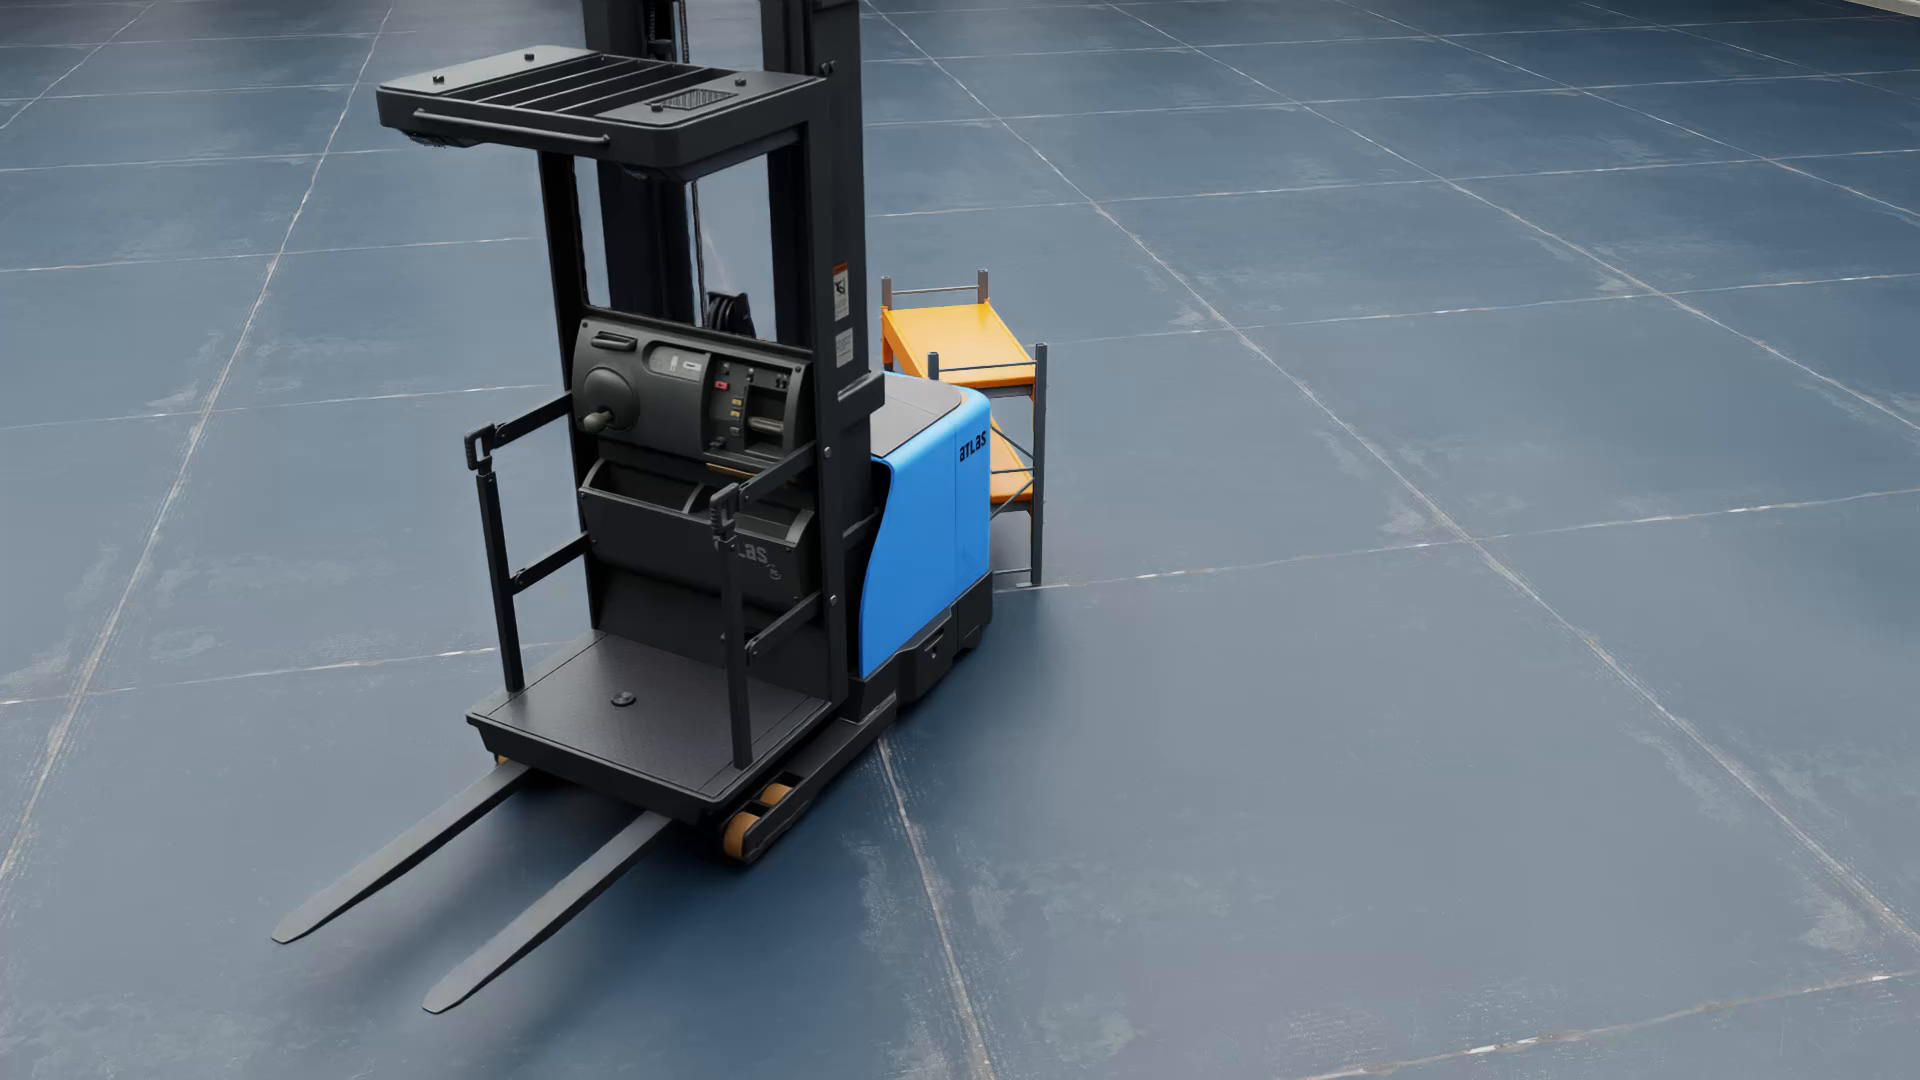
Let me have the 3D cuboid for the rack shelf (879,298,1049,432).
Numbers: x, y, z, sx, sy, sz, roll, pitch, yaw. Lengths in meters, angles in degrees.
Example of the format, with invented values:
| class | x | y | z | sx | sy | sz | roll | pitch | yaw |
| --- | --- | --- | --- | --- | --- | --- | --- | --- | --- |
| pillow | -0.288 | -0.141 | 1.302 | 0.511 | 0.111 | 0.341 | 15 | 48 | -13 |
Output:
| class | x | y | z | sx | sy | sz | roll | pitch | yaw |
| --- | --- | --- | --- | --- | --- | --- | --- | --- | --- |
| rack shelf | -0.002 | -0.766 | 7.371 | 0.538 | 0.278 | 1.000 | -6 | 27 | -12 |

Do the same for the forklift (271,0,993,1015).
| class | x | y | z | sx | sy | sz | roll | pitch | yaw |
| --- | --- | --- | --- | --- | --- | --- | --- | --- | --- |
| forklift | -1.019 | -0.457 | 5.402 | 1.130 | 2.935 | 3.031 | 14 | 30 | 26 |

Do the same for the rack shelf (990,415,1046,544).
| class | x | y | z | sx | sy | sz | roll | pitch | yaw |
| --- | --- | --- | --- | --- | --- | --- | --- | --- | --- |
| rack shelf | -0.002 | -0.287 | 7.613 | 0.538 | 0.278 | 1.000 | -6 | 27 | -12 |

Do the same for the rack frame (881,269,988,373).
| class | x | y | z | sx | sy | sz | roll | pitch | yaw |
| --- | --- | --- | --- | --- | --- | --- | --- | --- | --- |
| rack frame | -0.116 | -0.728 | 7.945 | 0.500 | 1.125 | 0.032 | -6 | 27 | -12 |

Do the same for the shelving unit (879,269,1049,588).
| class | x | y | z | sx | sy | sz | roll | pitch | yaw |
| --- | --- | --- | --- | --- | --- | --- | --- | --- | --- |
| shelving unit | -0.002 | -0.505 | 7.502 | 0.538 | 1.125 | 1.048 | -6 | 27 | -12 |

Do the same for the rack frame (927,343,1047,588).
| class | x | y | z | sx | sy | sz | roll | pitch | yaw |
| --- | --- | --- | --- | --- | --- | --- | --- | --- | --- |
| rack frame | 0.113 | -0.282 | 7.060 | 0.500 | 1.125 | 0.032 | -6 | 27 | -12 |
